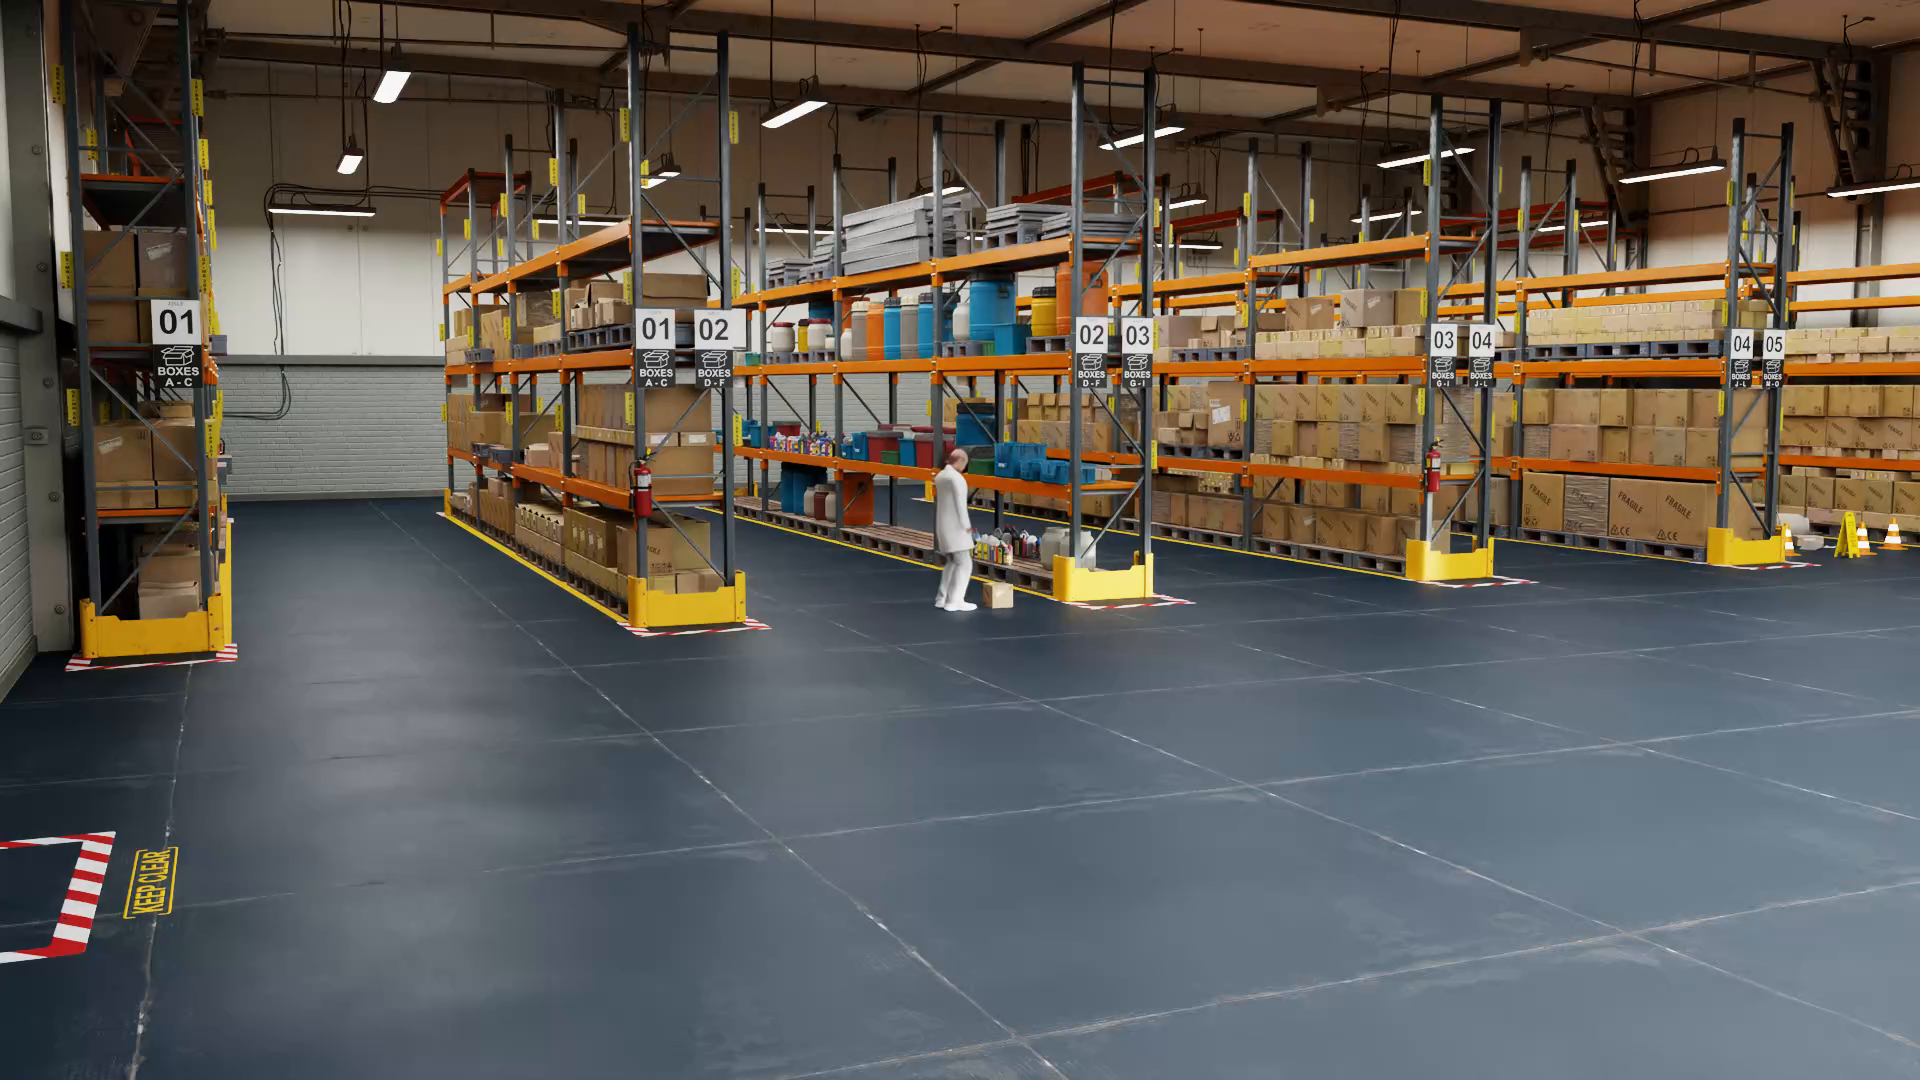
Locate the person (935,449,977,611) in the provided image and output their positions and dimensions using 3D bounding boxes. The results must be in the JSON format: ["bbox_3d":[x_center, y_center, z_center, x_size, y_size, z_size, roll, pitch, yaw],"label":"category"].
[{"bbox_3d":[-0.062,-0.114,18.130,0.385,1.752,0.579,-2,6,-22],"label":"person"}]
